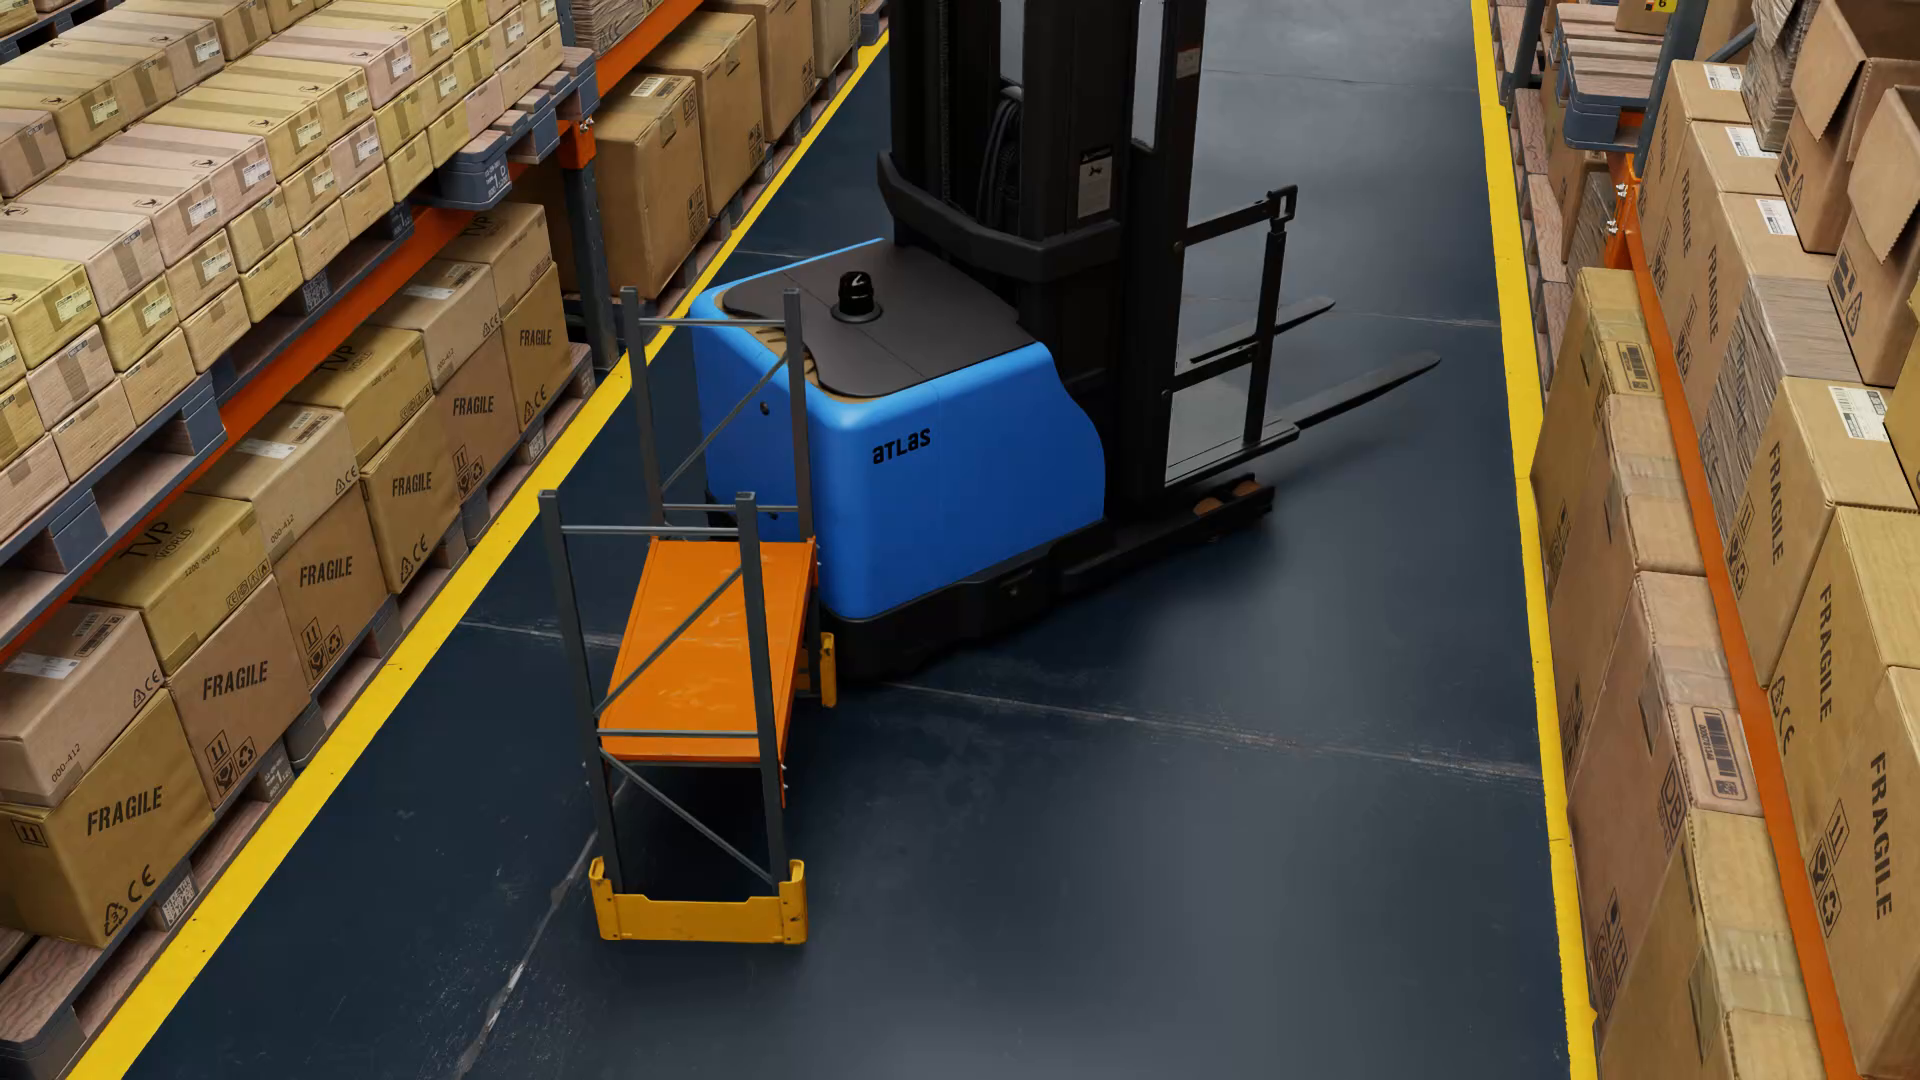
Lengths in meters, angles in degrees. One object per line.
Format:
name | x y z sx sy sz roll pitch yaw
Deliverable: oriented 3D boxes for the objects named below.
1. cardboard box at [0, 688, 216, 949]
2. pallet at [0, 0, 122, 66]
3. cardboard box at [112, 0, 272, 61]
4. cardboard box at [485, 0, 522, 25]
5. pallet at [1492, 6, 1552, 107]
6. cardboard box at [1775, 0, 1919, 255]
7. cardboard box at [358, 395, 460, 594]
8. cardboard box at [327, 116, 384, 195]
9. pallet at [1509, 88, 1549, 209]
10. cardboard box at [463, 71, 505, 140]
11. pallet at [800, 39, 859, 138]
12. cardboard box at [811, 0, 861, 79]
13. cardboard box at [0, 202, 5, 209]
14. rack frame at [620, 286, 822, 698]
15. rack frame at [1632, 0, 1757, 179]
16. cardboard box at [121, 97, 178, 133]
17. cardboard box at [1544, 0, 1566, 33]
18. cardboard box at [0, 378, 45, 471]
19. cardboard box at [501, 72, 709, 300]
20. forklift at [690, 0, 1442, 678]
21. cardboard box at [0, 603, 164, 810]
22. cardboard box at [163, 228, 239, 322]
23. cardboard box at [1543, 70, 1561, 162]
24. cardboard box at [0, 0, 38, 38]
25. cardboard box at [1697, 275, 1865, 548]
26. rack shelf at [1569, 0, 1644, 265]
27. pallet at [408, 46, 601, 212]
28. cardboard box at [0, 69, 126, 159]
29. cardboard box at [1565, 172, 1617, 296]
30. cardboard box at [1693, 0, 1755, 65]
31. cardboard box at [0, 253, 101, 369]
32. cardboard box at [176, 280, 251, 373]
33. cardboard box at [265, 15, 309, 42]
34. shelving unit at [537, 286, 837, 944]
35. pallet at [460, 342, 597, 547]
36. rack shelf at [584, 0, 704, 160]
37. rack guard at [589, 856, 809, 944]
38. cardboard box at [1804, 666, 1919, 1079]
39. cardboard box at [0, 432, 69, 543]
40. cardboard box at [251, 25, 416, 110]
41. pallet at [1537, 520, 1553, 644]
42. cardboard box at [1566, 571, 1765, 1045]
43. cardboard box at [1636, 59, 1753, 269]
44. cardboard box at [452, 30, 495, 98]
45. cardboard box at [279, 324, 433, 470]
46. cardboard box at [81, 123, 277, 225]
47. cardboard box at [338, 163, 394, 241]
cardboard box | -2.440 0.706 4.492 0.500 0.500 0.500 9 37 12
pallet | -6.170 -3.319 10.649 1.003 0.211 1.213 7 37 10
cardboard box | -2.459 -1.661 5.335 0.380 0.149 0.250 6 36 8
cardboard box | -1.715 -1.866 5.617 0.380 0.149 0.250 7 36 9
pallet | 3.785 -2.913 10.089 1.003 0.211 1.213 7 37 10
cardboard box | 2.508 -1.015 4.155 0.797 0.503 0.637 8 37 11
cardboard box | -2.099 -0.184 5.720 0.500 0.500 0.500 6 36 8
cardboard box | -1.936 -1.147 4.880 0.380 0.149 0.250 8 37 11
pallet | 3.511 -2.077 8.935 1.003 0.211 1.213 7 37 10
cardboard box | -1.768 -1.477 5.588 0.380 0.149 0.250 8 37 11
pallet | -1.239 -2.751 9.866 1.003 0.211 1.213 7 37 10
cardboard box | -1.193 -3.224 9.701 1.050 0.750 0.750 7 37 10
cardboard box | -2.743 -0.786 4.382 0.380 0.149 0.250 6 36 8
rack frame | -0.702 -0.095 5.103 0.500 1.500 0.032 1 36 1
rack frame | 2.822 -1.359 5.569 1.000 3.000 0.127 7 37 10
cardboard box | -2.575 -1.237 5.003 0.380 0.149 0.250 7 37 10
cardboard box | 3.915 -3.364 10.107 0.500 0.500 0.500 19 40 24
cardboard box | -2.270 -0.251 3.643 0.380 0.149 0.250 7 36 9
cardboard box | -1.784 -1.636 7.510 1.050 0.750 0.750 7 36 9
forklift | 0.577 -1.409 5.697 3.031 2.935 1.130 -23 42 -28
cardboard box | -2.441 0.402 4.272 0.500 0.250 0.500 6 36 8
cardboard box | -2.105 -0.703 4.267 0.380 0.149 0.250 9 37 12
cardboard box | 3.404 -2.198 8.482 0.700 0.500 0.500 7 37 10
cardboard box | -6.265 -3.287 10.110 0.950 0.372 0.625 10 37 13
cardboard box | 2.129 -0.278 3.993 0.500 0.500 0.500 7 37 10
rack shelf | 3.249 -2.214 7.362 1.077 0.370 4.000 7 37 10
pallet | -2.050 -1.539 5.981 1.213 0.211 1.003 7 37 10
cardboard box | -2.626 -1.211 4.714 0.380 0.149 0.250 7 36 9
cardboard box | 3.051 -1.231 7.148 0.700 0.500 0.500 4 36 6
cardboard box | 2.898 -1.884 5.851 0.500 0.500 0.500 3 36 4
cardboard box | -2.212 -0.530 3.775 0.380 0.149 0.250 8 37 10
cardboard box | -2.104 -0.574 4.342 0.380 0.149 0.250 6 36 8
cardboard box | -2.411 -1.666 5.596 0.380 0.149 0.250 6 36 9
shelving unit | -0.714 0.209 4.684 0.587 1.500 1.083 1 36 1
pallet | -2.171 -0.462 6.707 1.003 0.211 1.213 7 37 10
rack shelf | -1.575 -2.894 8.300 1.077 0.370 4.000 7 37 10
rack guard | -0.725 1.007 4.648 0.587 0.250 0.087 1 36 1
cardboard box | 1.800 0.591 2.793 0.500 0.500 0.500 7 37 10
cardboard box | -2.270 -0.142 3.746 0.380 0.149 0.250 8 37 11
cardboard box | -1.881 -1.425 5.009 0.380 0.149 0.250 7 37 10
pallet | 2.580 0.213 5.777 1.003 0.211 1.213 7 37 10
cardboard box | 2.274 0.743 4.122 1.225 0.875 0.875 6 36 8
cardboard box | 2.452 -1.155 5.202 0.500 0.500 0.500 8 37 11
cardboard box | -1.772 -1.583 5.480 0.380 0.149 0.250 8 37 11
cardboard box | -2.113 -0.495 5.510 0.500 0.250 0.500 8 37 11
cardboard box | -2.048 -0.964 4.374 0.380 0.149 0.250 9 37 12
cardboard box | -1.938 -1.032 4.974 0.380 0.149 0.250 8 37 11
